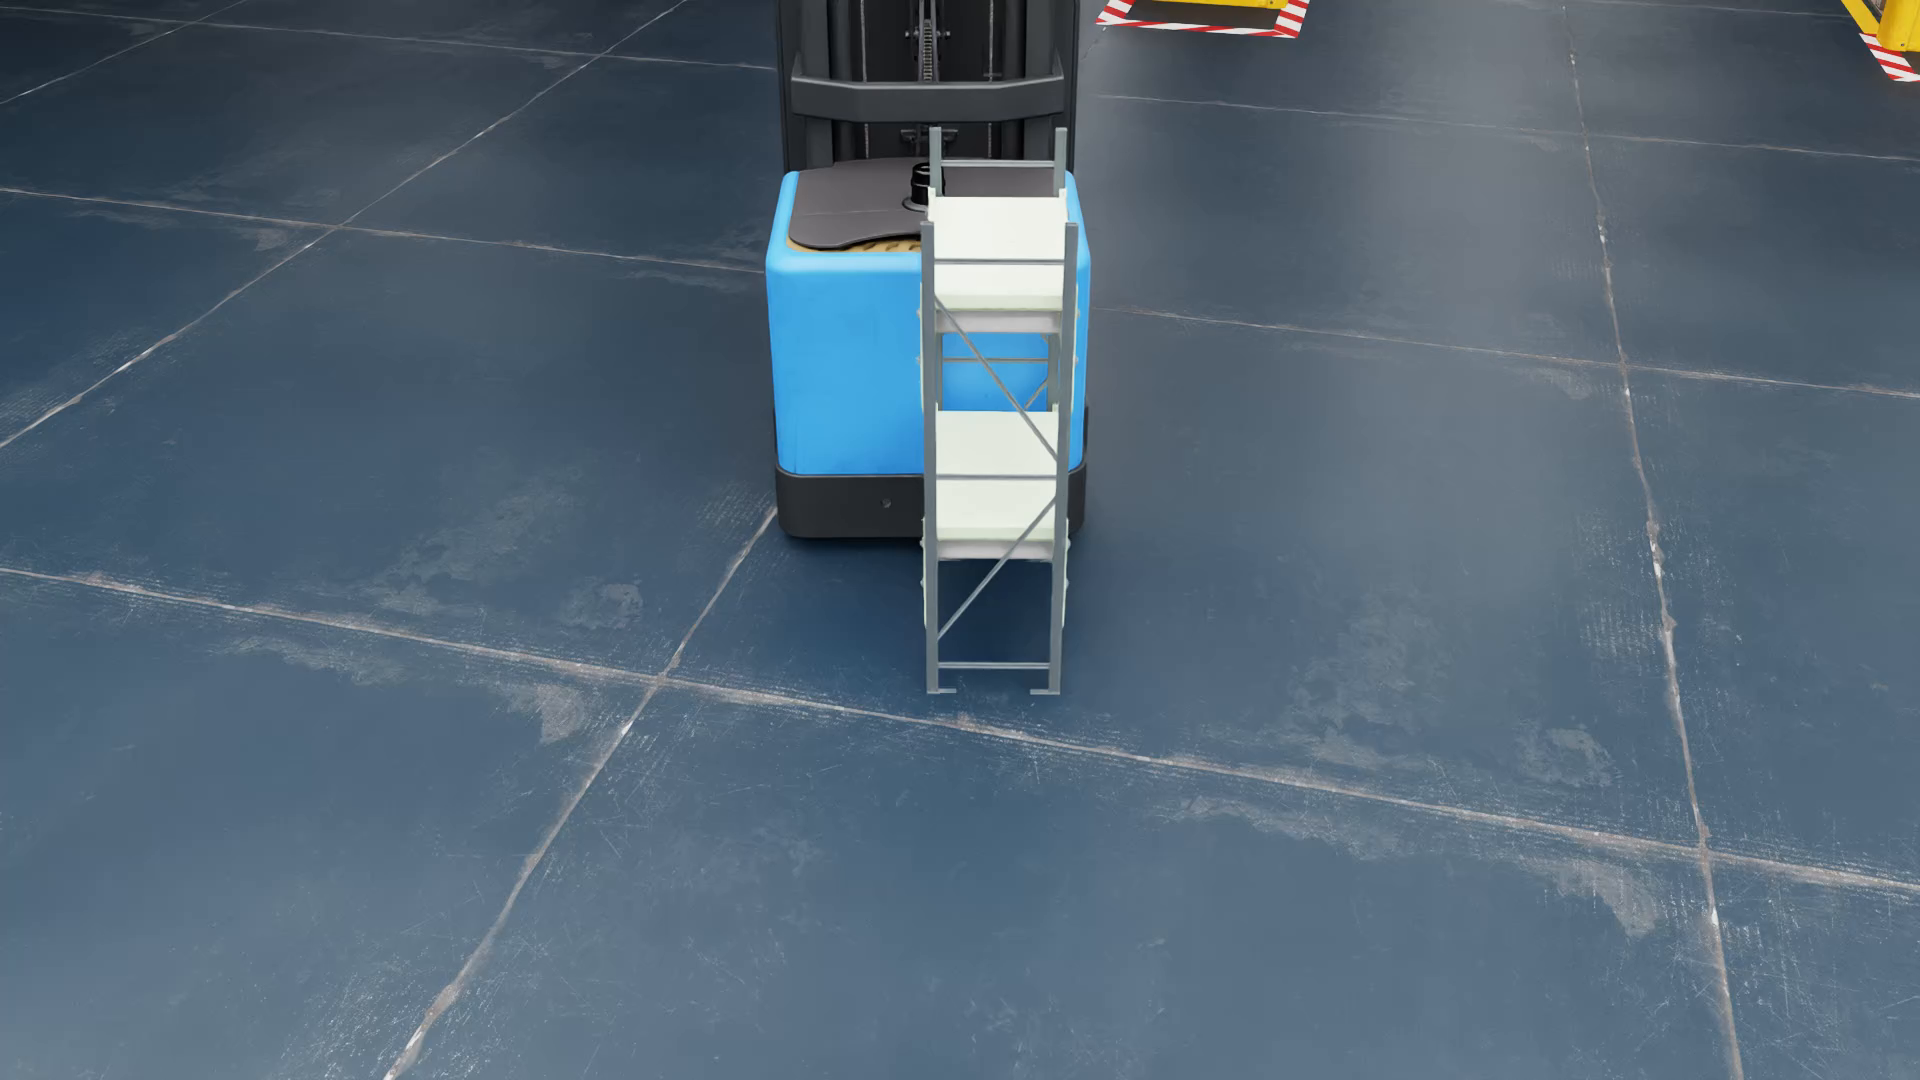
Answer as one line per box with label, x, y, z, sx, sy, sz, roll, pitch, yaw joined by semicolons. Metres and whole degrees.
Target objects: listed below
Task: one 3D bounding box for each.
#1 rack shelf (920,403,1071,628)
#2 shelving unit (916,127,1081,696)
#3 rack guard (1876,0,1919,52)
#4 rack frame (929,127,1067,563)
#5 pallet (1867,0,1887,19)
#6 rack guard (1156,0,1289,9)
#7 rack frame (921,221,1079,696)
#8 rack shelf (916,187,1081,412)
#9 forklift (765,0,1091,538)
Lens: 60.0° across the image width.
rack shelf;0.106;-0.092;5.104;0.431;0.370;0.720;0;32;1
shelving unit;0.106;-0.367;4.929;0.431;1.500;0.755;0;32;1
rack guard;6.569;-3.380;10.601;1.175;0.500;0.348;8;33;12
rack frame;0.111;-0.563;5.238;0.400;1.500;0.023;0;32;1
pallet;6.809;-3.675;11.334;1.003;0.211;1.213;8;33;12
rack guard;1.733;-4.061;11.672;1.175;0.500;0.348;8;33;12
rack frame;0.101;-0.170;4.620;0.400;1.500;0.023;0;32;1
rack shelf;0.106;-0.696;4.719;0.431;0.370;0.720;0;32;1
forklift;-0.120;-1.998;6.161;1.130;2.935;3.031;0;32;-1
